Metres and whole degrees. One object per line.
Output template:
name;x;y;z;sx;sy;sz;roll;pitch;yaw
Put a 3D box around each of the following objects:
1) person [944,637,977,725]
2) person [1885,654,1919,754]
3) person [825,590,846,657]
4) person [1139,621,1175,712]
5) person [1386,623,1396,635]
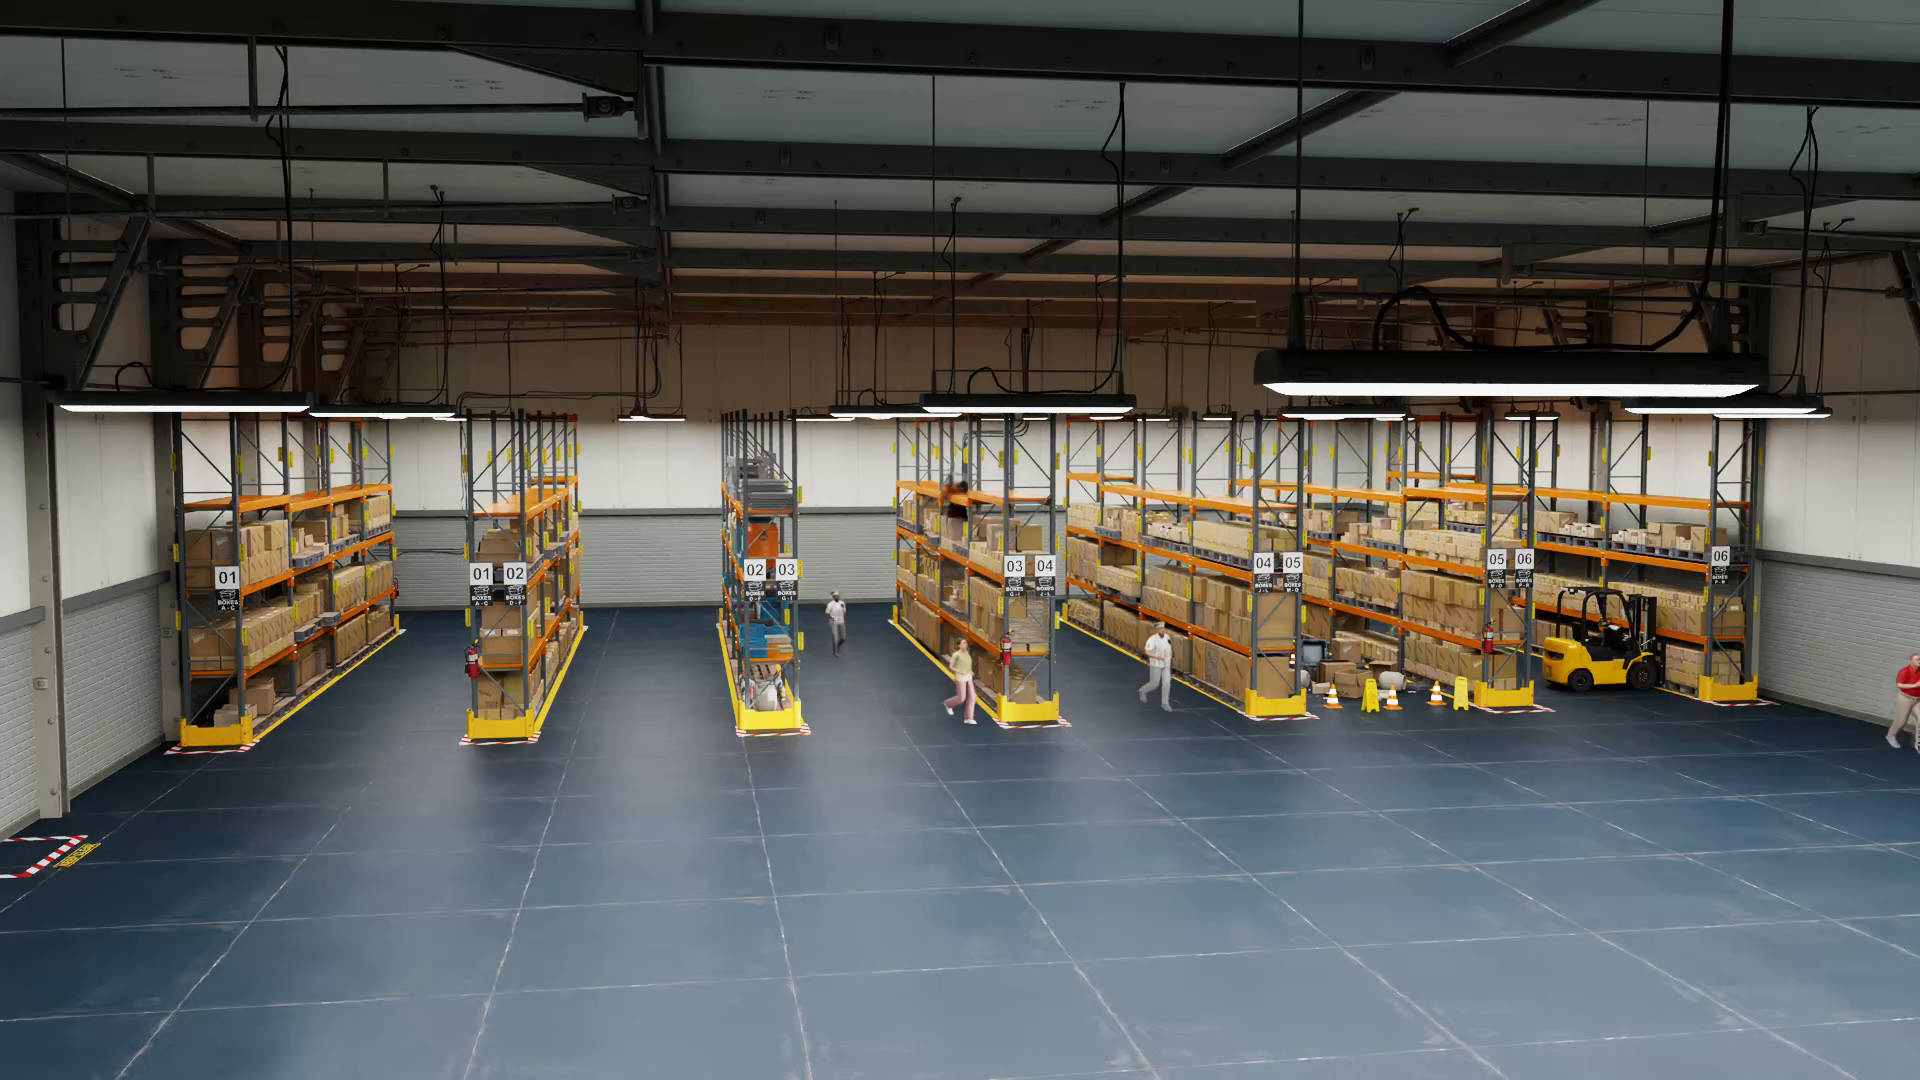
person;0.042;2.679;31.831;0.578;1.647;0.841;-4;5;-43
person;16.518;2.865;28.970;0.643;1.817;0.884;-1;4;-10
person;-3.005;2.048;40.801;0.569;1.653;0.558;-2;4;-22
person;4.005;2.514;33.477;0.672;1.793;0.918;-2;4;-24
person;11.710;1.770;45.008;0.548;1.624;0.558;-1;4;-15
